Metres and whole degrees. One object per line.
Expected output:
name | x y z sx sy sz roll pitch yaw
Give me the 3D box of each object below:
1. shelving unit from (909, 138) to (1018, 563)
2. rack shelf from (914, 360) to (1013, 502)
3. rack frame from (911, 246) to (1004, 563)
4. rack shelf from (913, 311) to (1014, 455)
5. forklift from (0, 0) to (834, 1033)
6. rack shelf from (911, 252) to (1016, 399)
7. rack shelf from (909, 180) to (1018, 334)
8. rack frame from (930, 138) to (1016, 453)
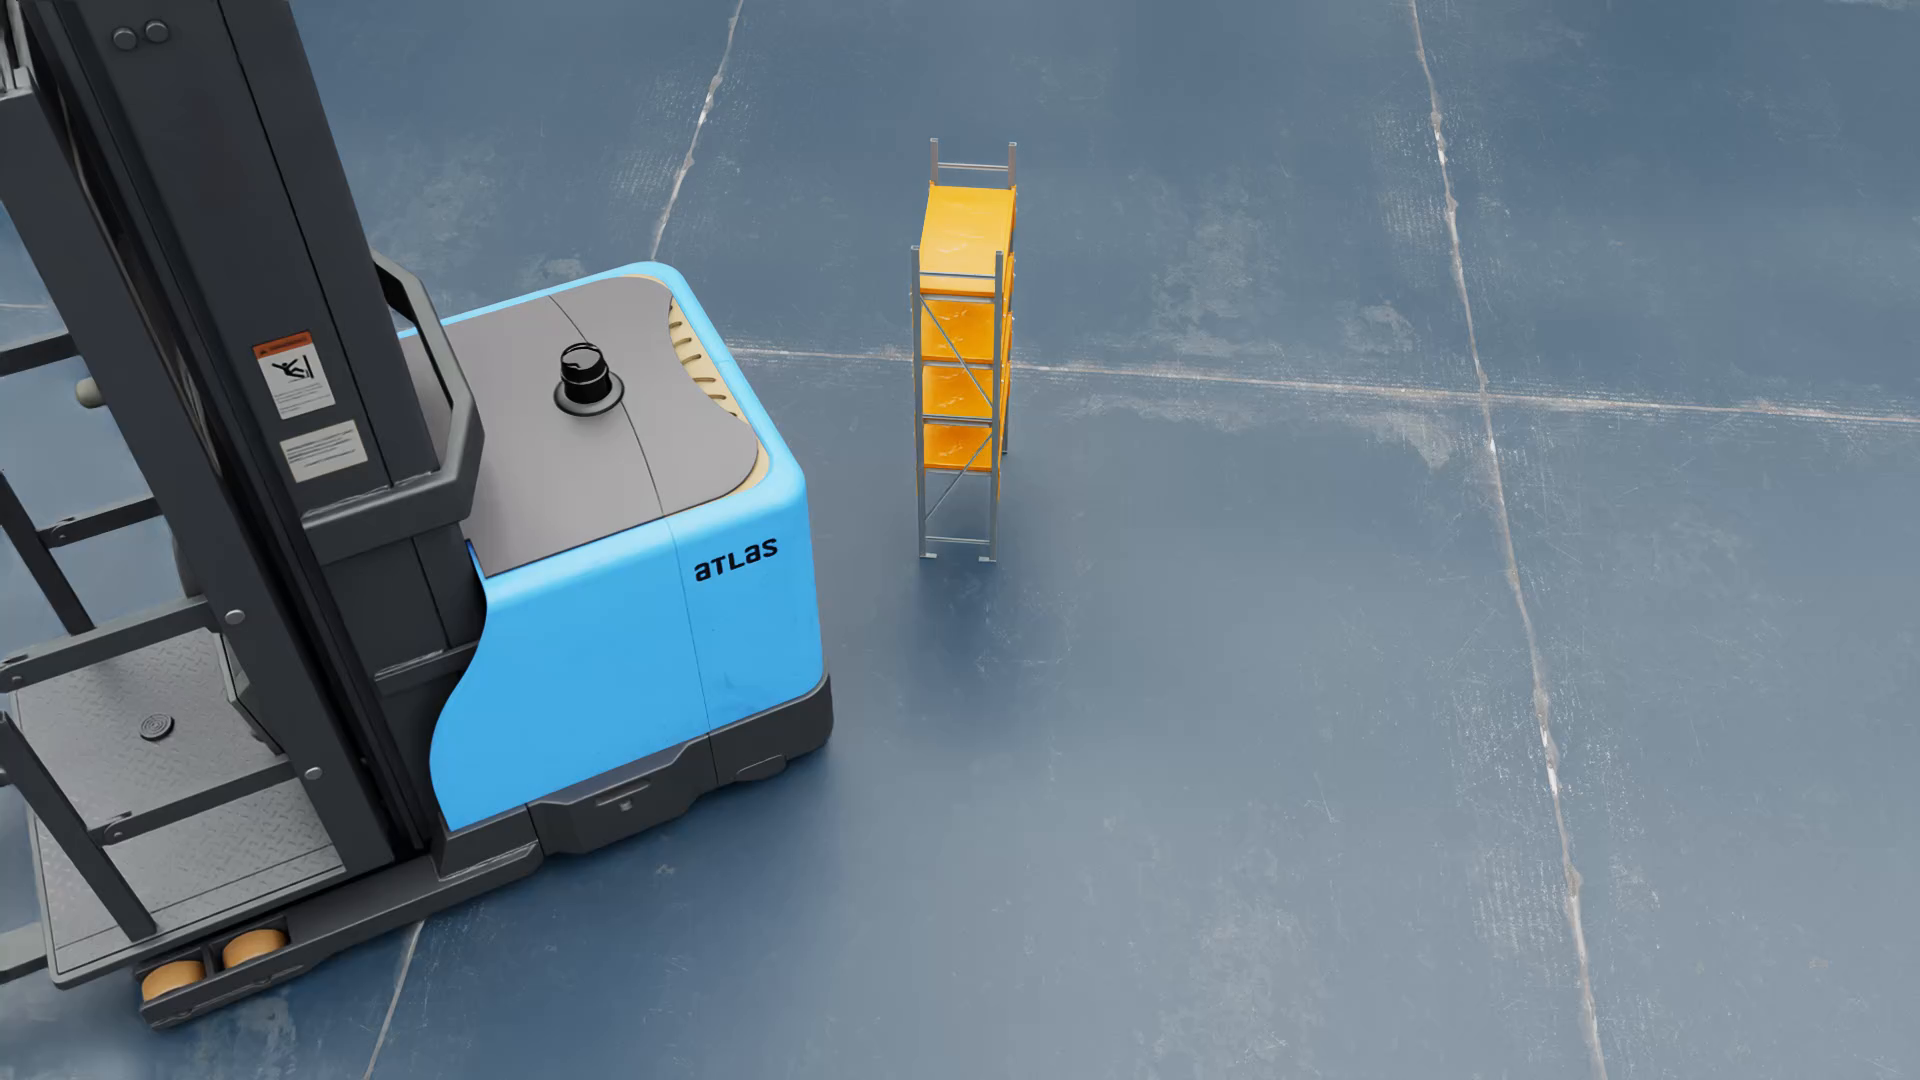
shelving unit | 0.015 -0.527 4.919 0.258 1.200 0.503 4 48 4
rack shelf | 0.015 -0.347 5.115 0.258 0.148 0.480 4 48 4
rack frame | -0.007 -0.347 4.755 0.240 1.200 0.015 4 48 4
rack shelf | 0.015 -0.481 4.968 0.258 0.148 0.480 4 48 4
forklift | -1.908 -0.236 3.480 3.031 2.935 1.130 -20 51 -18
rack shelf | 0.015 -0.632 4.803 0.258 0.148 0.480 4 48 4
rack shelf | 0.015 -0.792 4.629 0.258 0.148 0.480 4 48 4
rack frame | 0.037 -0.706 5.082 0.240 1.200 0.015 4 48 4
